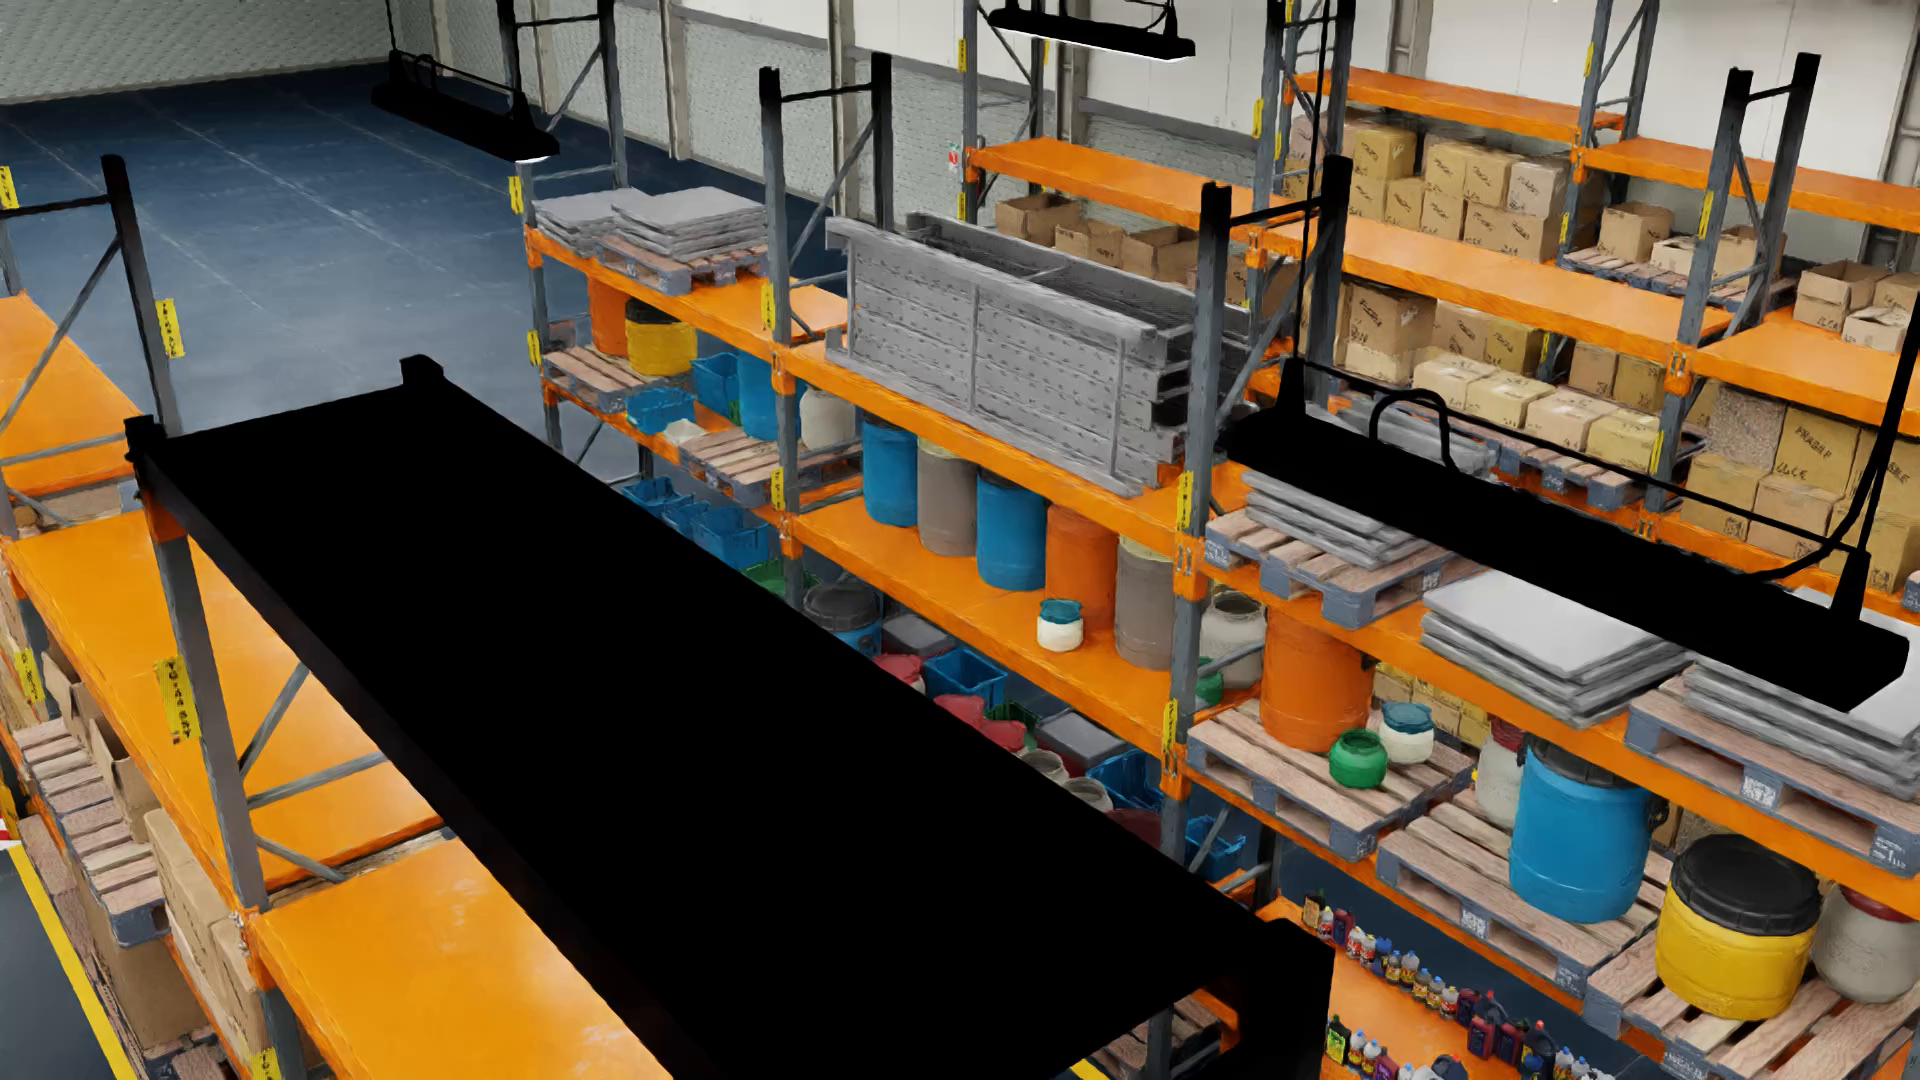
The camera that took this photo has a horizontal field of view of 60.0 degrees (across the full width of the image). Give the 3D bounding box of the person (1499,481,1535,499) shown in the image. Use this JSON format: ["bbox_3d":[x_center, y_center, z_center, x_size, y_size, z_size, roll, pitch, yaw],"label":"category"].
[{"bbox_3d":[5.968,-0.641,17.817,0.417,1.517,1.037,-18,31,-32],"label":"person"}]
